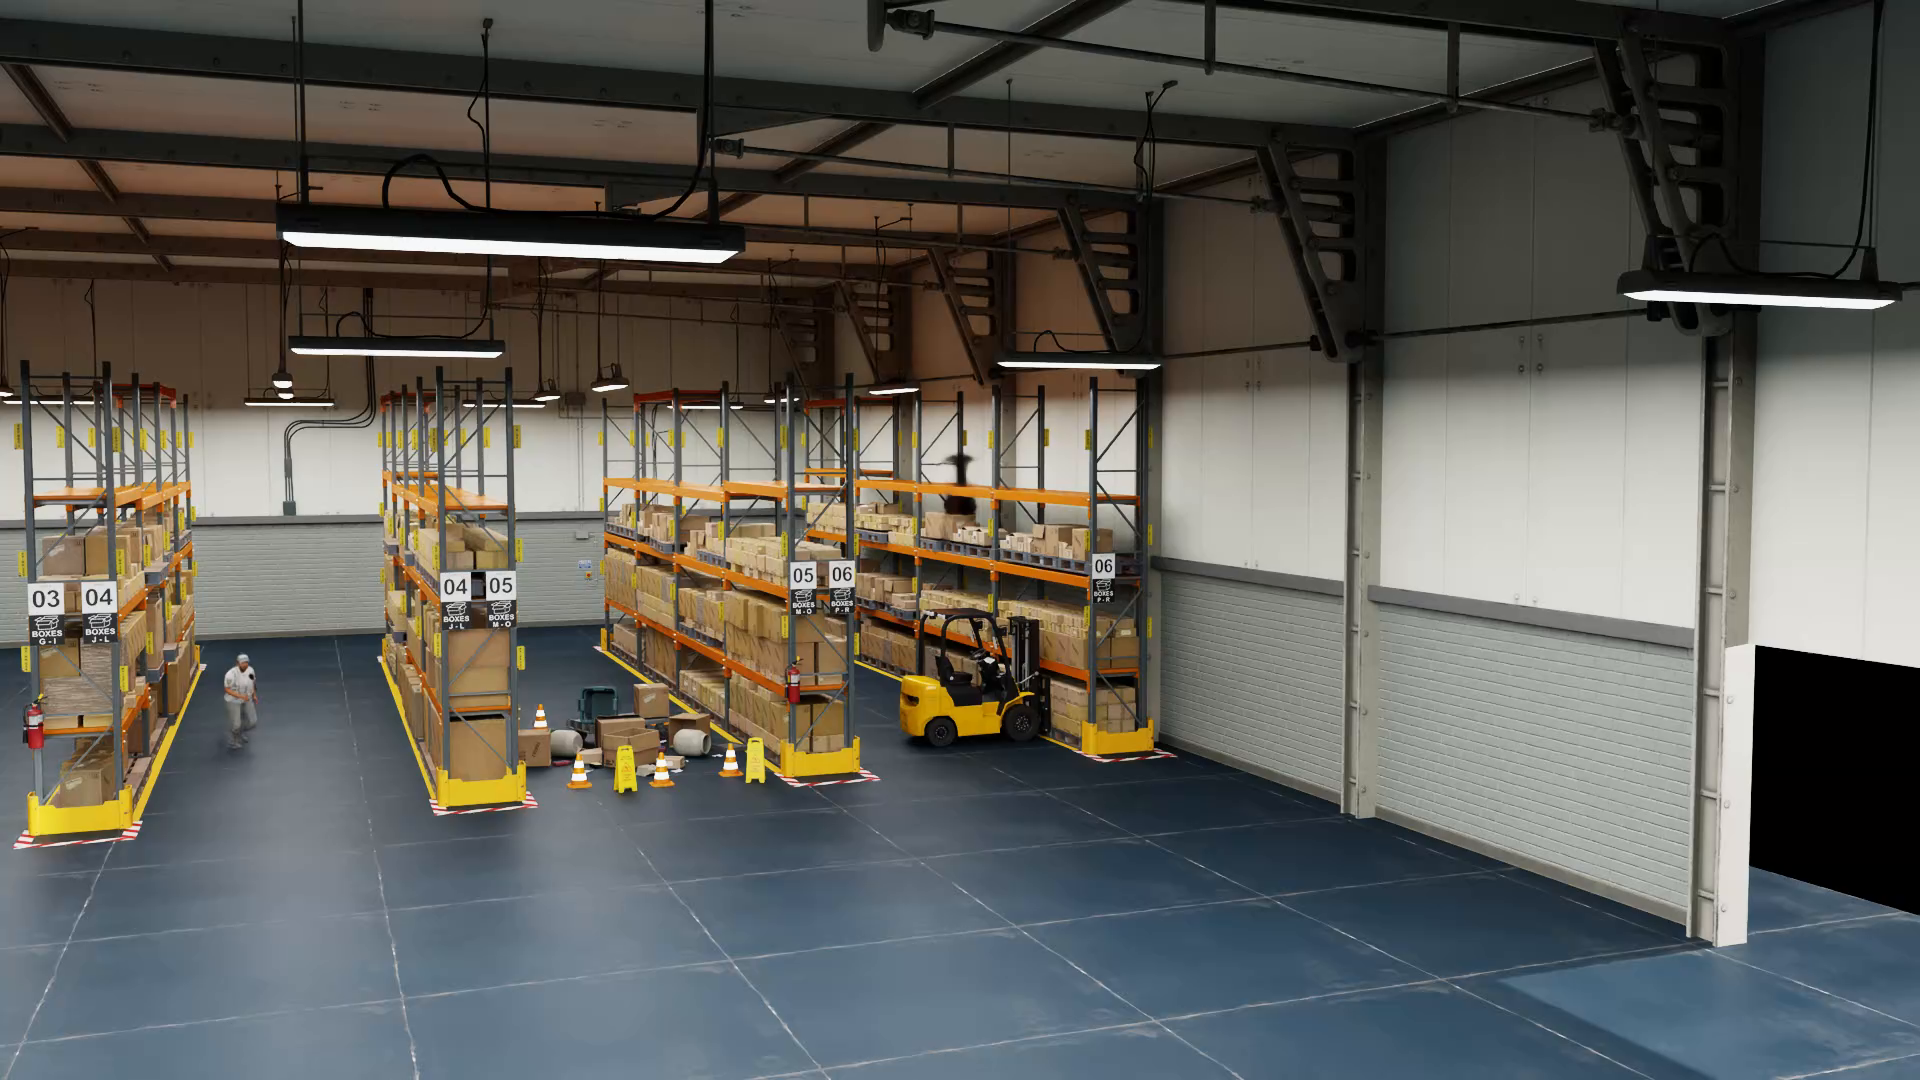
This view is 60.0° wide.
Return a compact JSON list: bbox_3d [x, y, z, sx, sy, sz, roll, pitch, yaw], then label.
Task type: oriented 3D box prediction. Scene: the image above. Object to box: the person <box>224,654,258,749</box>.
[{"bbox_3d":[-11.666,2.607,26.945,0.719,1.555,0.589,2,4,36],"label":"person"}]
